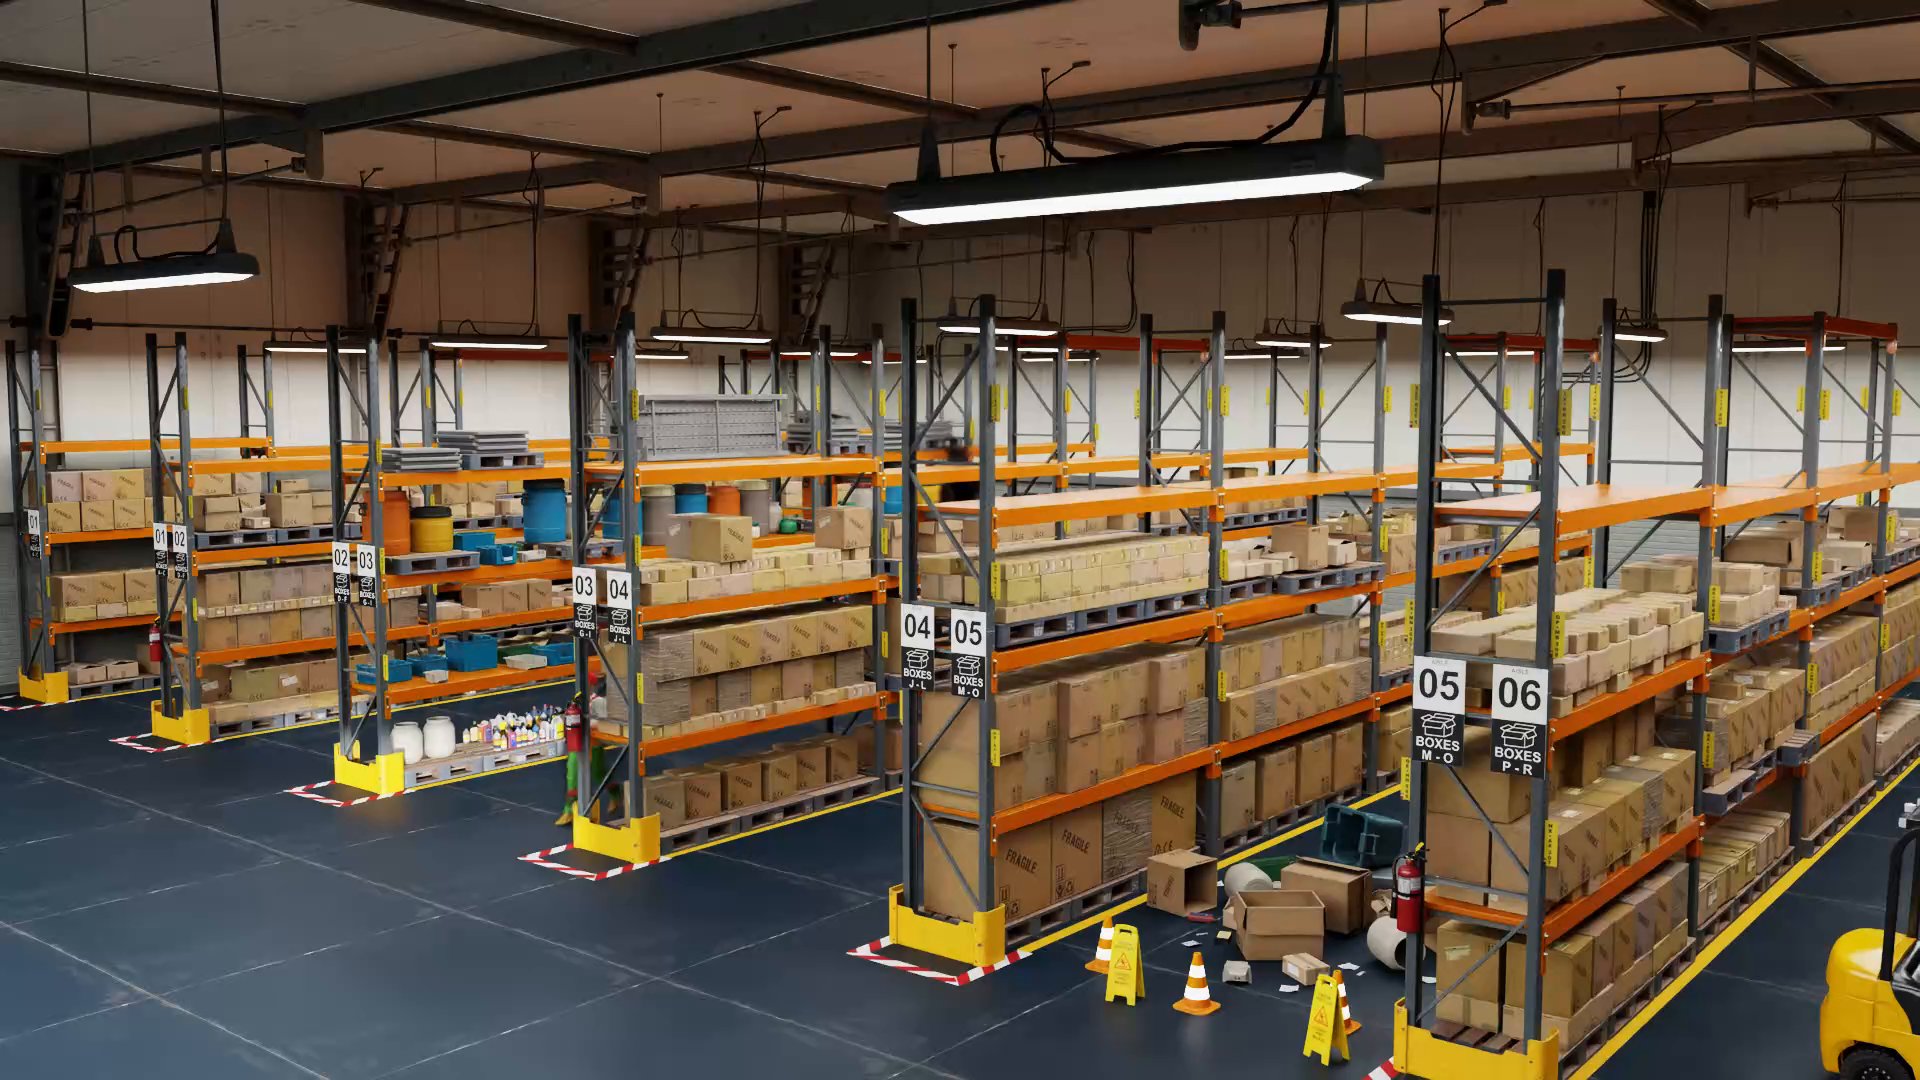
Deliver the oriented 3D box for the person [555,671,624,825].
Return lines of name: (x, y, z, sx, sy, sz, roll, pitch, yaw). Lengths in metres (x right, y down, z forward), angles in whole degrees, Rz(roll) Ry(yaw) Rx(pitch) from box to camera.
person: (-4.456, 2.453, 19.892, 0.668, 1.781, 0.939, 4, 6, 35)

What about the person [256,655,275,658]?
person: (-11.413, 1.900, 27.350, 0.584, 1.613, 0.710, 4, 7, 38)

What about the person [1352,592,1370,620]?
person: (7.464, 1.529, 30.570, 0.624, 1.755, 0.719, -2, 5, -17)

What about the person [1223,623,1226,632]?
person: (4.025, 2.051, 25.781, 0.560, 1.653, 0.932, 5, 7, 41)
